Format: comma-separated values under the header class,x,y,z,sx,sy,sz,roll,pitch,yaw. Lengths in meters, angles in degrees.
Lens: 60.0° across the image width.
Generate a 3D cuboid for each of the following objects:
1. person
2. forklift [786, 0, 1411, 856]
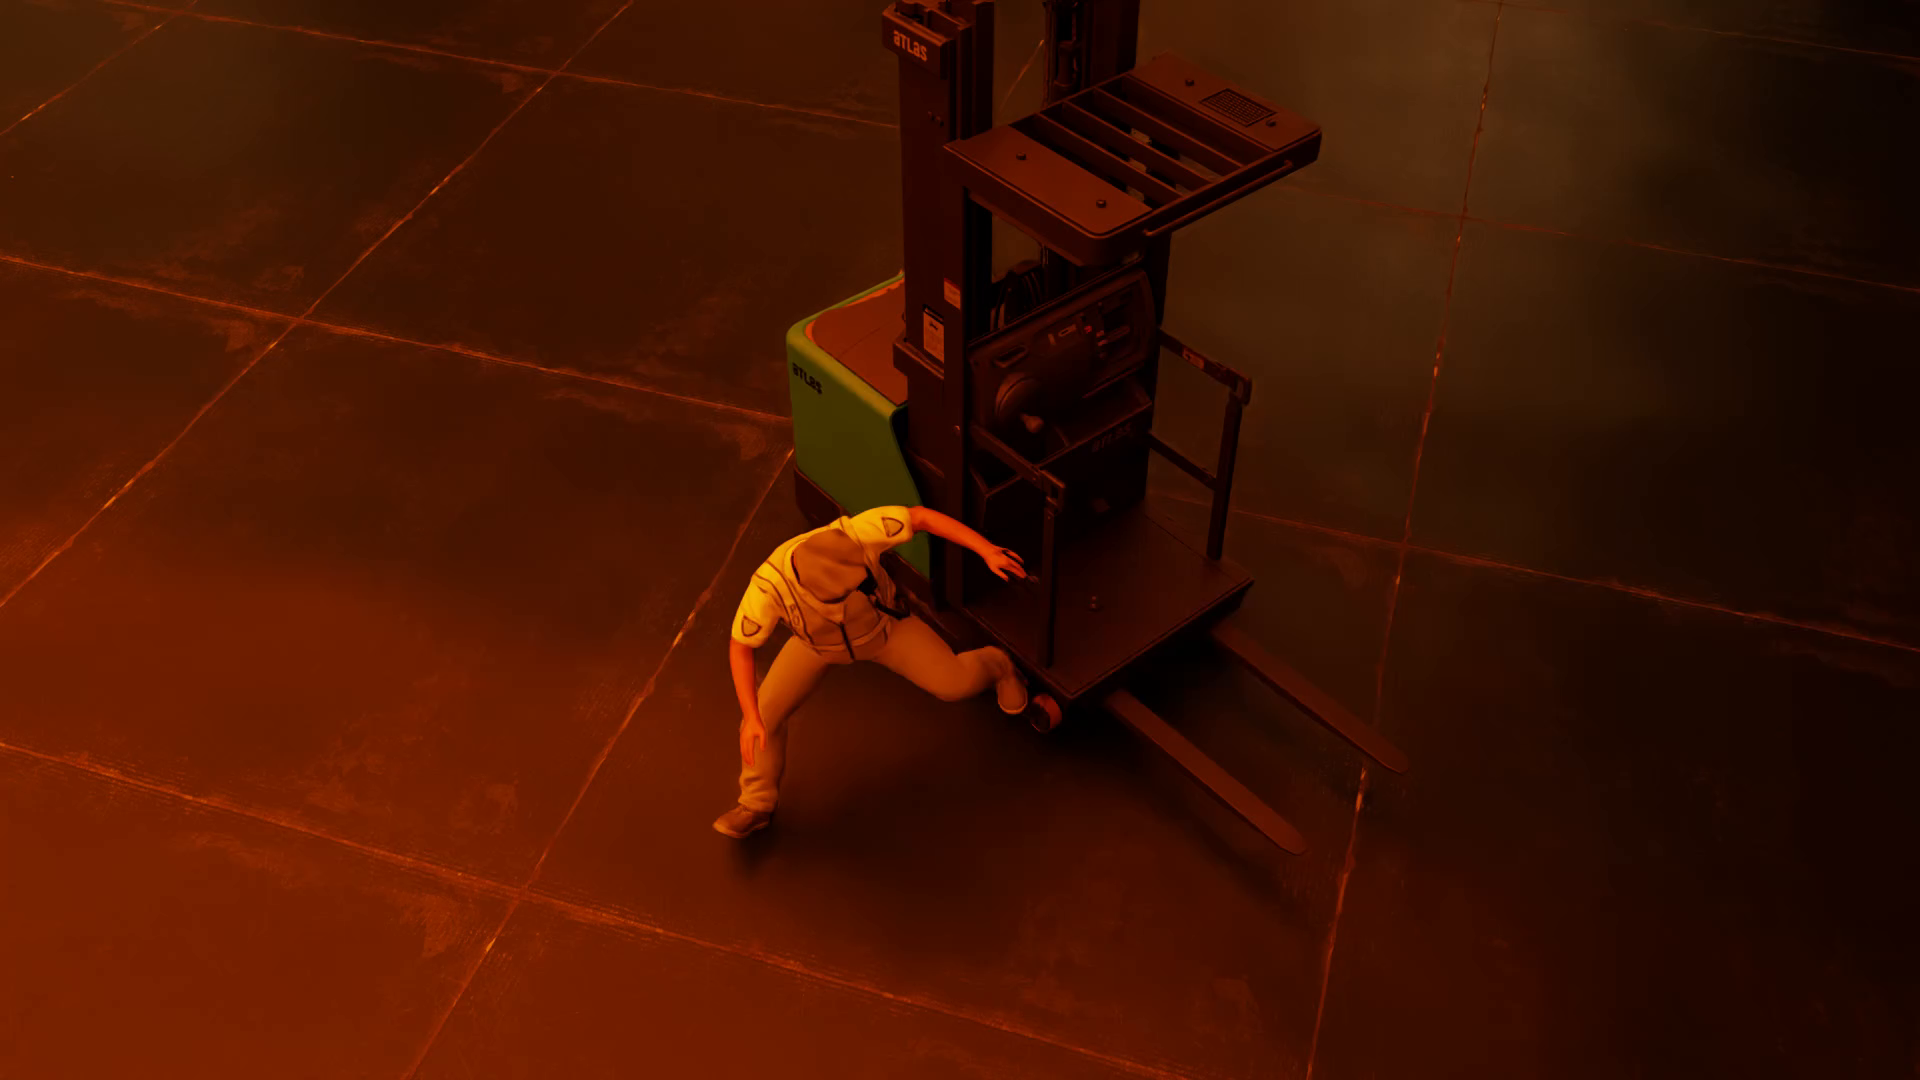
class,x,y,z,sx,sy,sz,roll,pitch,yaw
person,-0.343,0.438,6.328,1.317,1.455,0.808,-6,43,-6
forklift,0.552,-0.659,6.397,1.130,2.935,3.031,-30,51,-28
